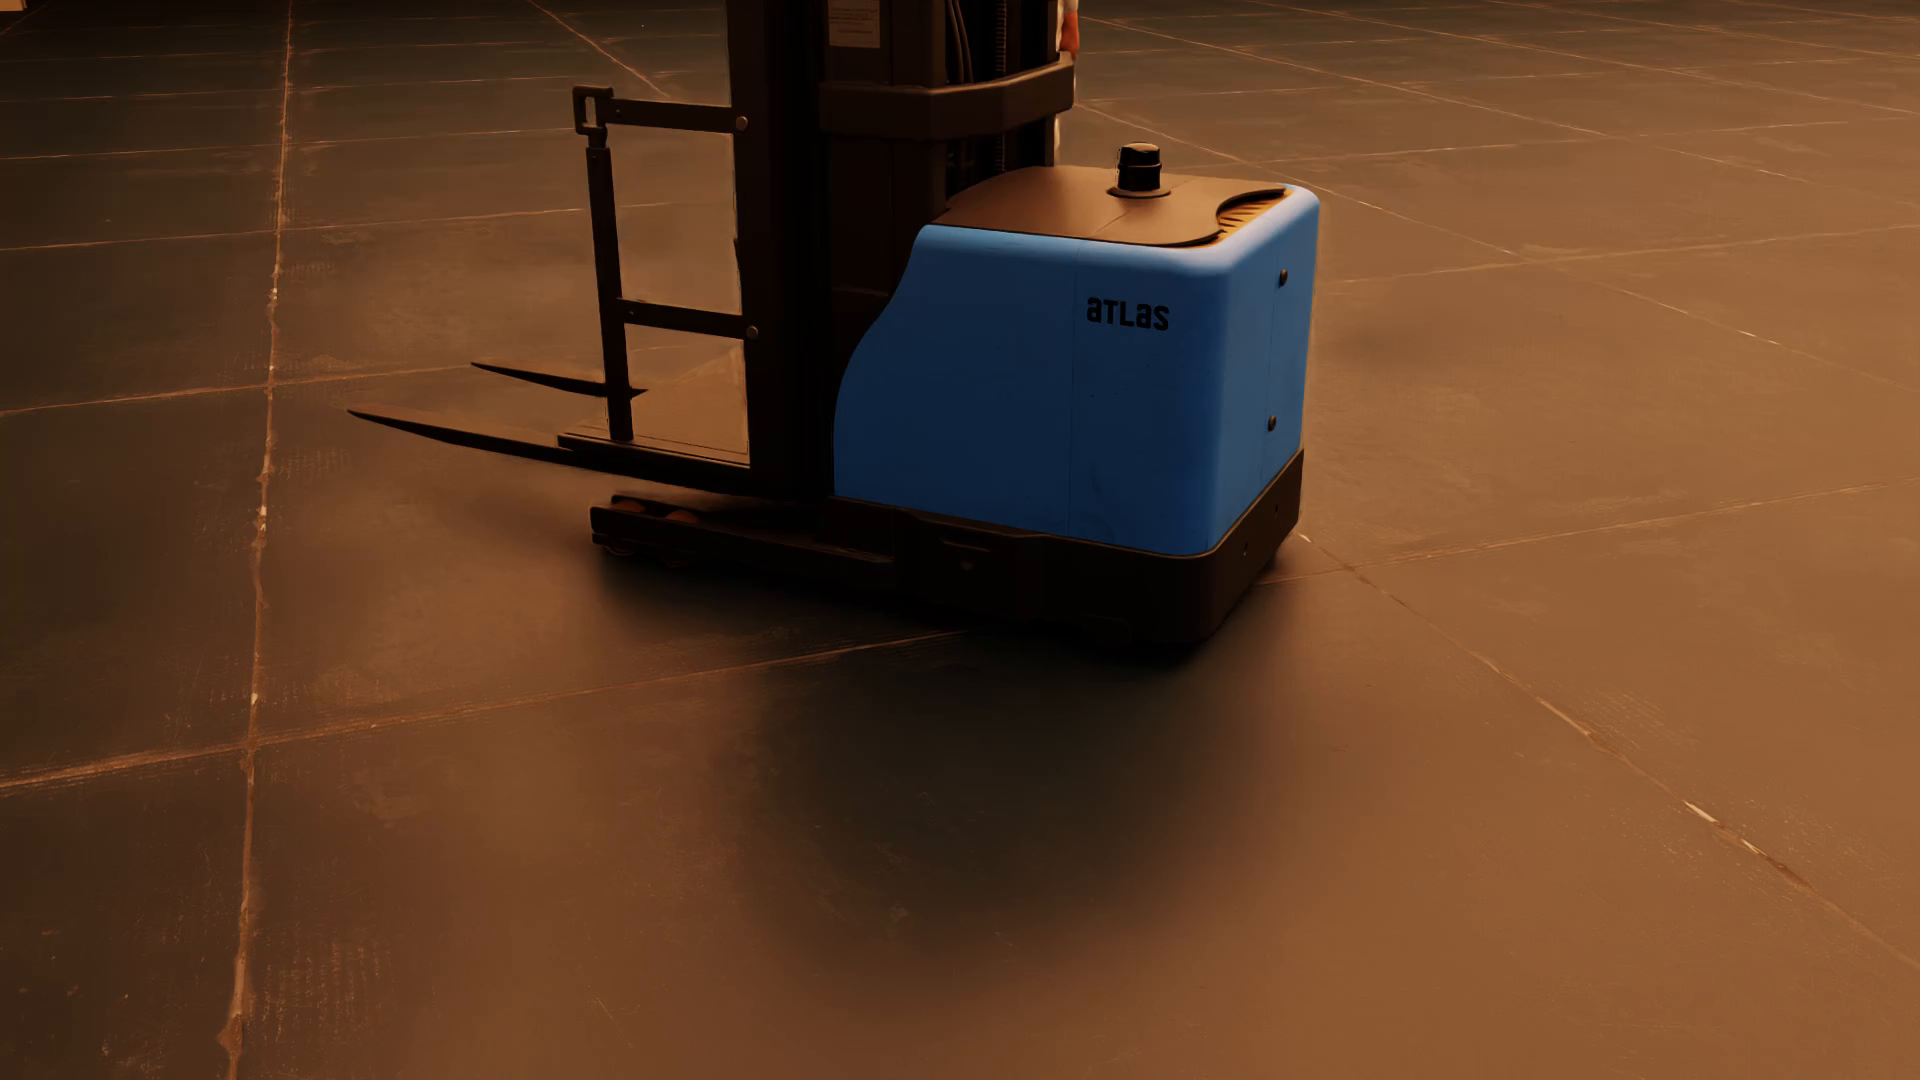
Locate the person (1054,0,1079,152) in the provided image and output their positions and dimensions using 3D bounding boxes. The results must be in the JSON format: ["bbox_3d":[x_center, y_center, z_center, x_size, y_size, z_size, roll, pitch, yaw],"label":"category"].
[{"bbox_3d":[0.235,-2.142,7.846,0.638,1.788,0.564,-9,24,-20],"label":"person"}]

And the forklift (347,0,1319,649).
[{"bbox_3d":[-0.533,-1.441,4.726,3.031,2.935,1.130,11,25,23],"label":"forklift"}]
